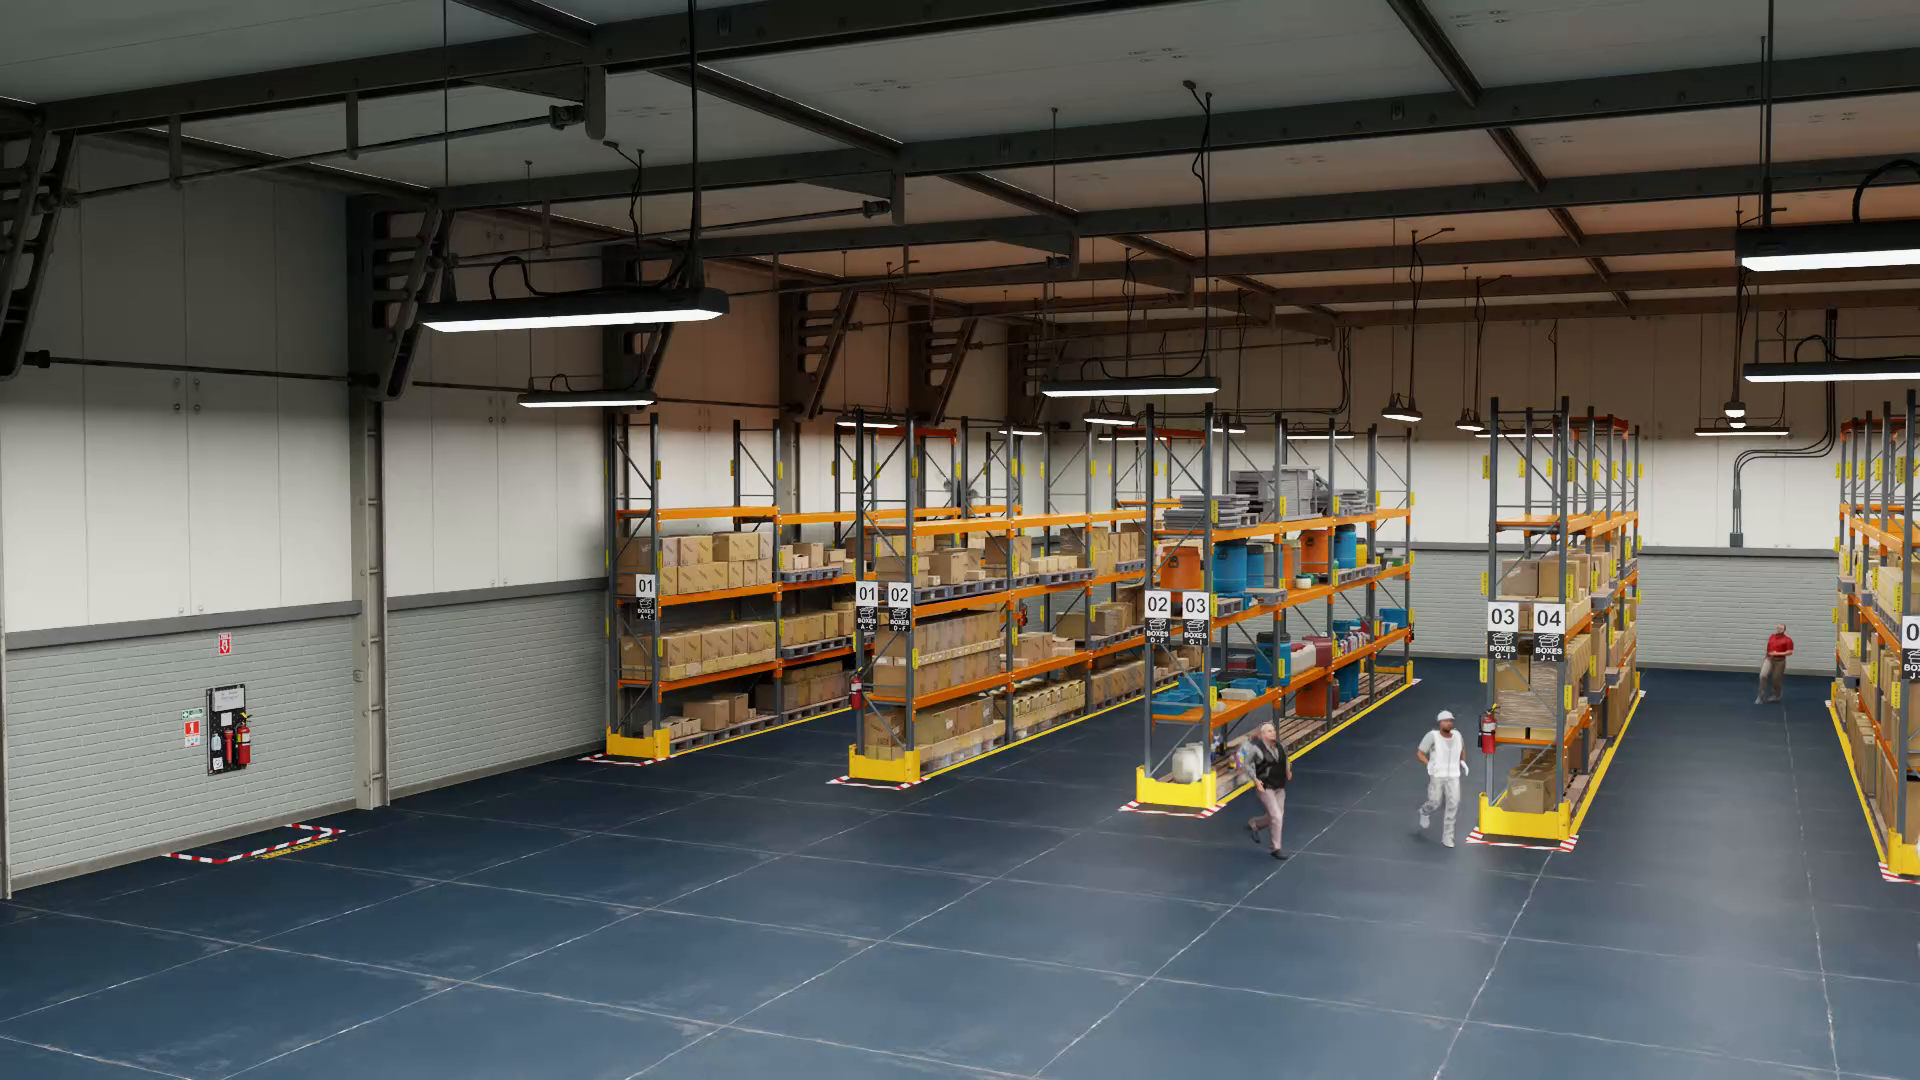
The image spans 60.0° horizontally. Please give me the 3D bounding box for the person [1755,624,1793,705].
[{"bbox_3d":[17.415,2.653,35.485,0.862,1.729,0.668,-2,3,-39],"label":"person"}]

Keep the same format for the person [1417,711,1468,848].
[{"bbox_3d":[6.516,3.182,22.385,0.711,1.772,0.950,0,2,-5],"label":"person"}]

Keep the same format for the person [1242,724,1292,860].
[{"bbox_3d":[4.022,3.243,21.648,0.657,1.715,0.760,-1,3,-31],"label":"person"}]
